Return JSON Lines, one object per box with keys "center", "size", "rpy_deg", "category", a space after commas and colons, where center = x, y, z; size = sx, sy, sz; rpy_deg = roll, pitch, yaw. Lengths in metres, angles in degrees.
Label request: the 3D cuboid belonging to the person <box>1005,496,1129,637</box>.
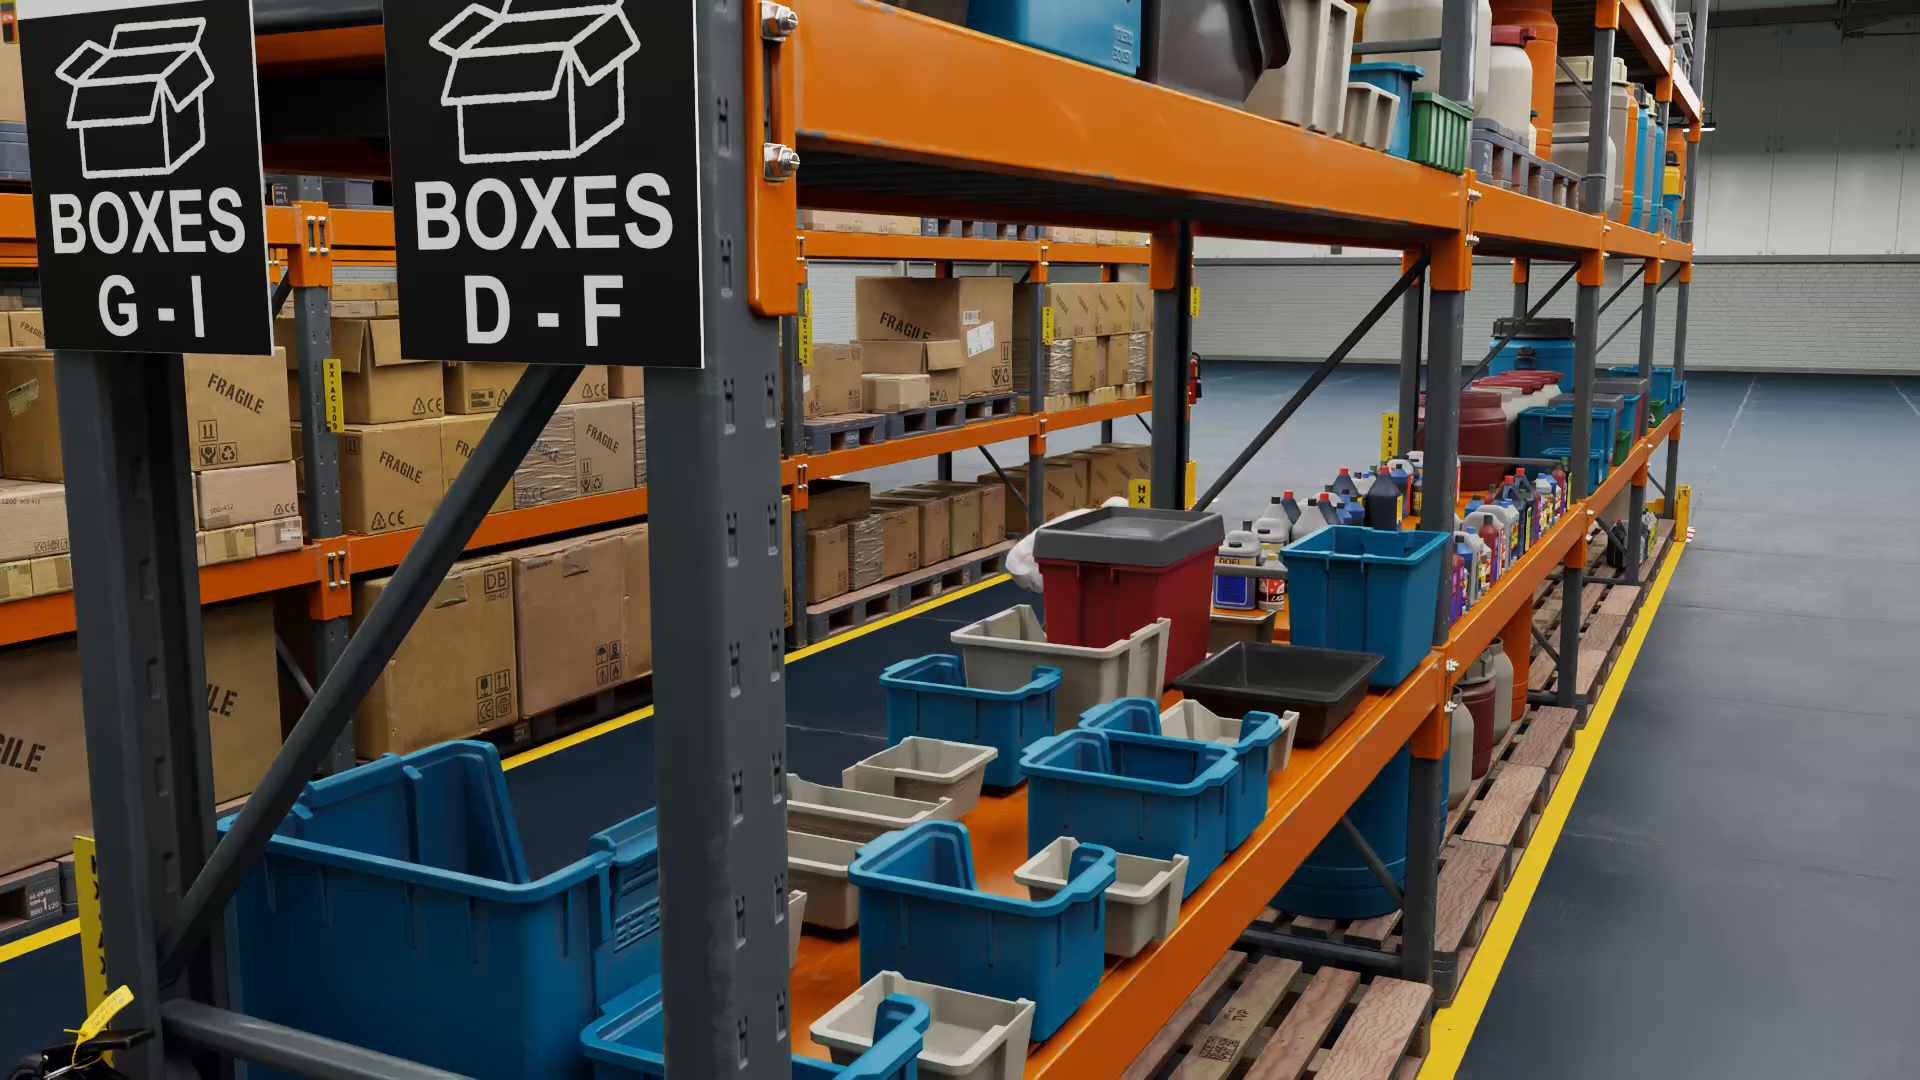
{"center": [0.751, 0.223, 11.179], "size": [0.859, 1.074, 0.572], "rpy_deg": [4, 10, 26], "category": "person"}
